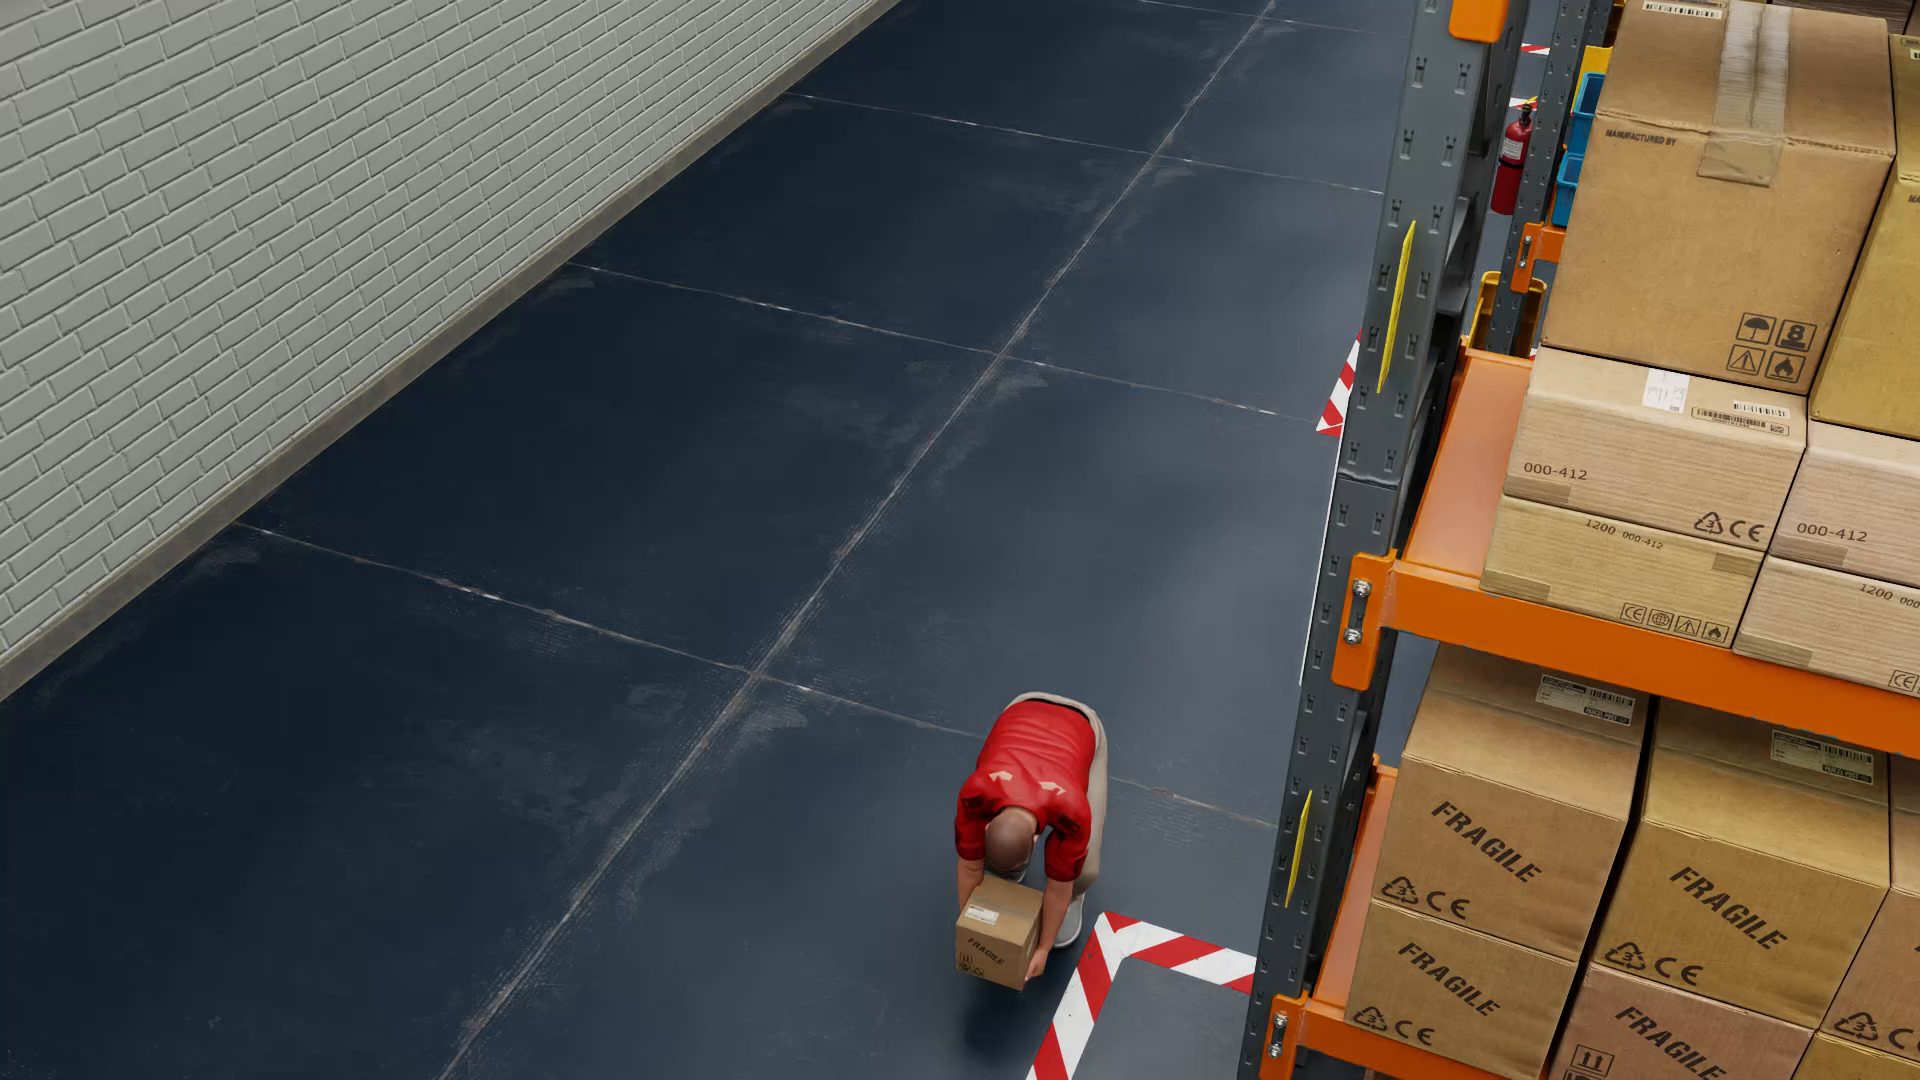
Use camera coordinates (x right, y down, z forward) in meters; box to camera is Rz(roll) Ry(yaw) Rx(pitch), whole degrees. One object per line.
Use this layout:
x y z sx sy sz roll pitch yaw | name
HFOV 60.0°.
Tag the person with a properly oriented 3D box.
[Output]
0.244 1.061 5.965 0.524 0.950 0.943 11 39 14 | person
